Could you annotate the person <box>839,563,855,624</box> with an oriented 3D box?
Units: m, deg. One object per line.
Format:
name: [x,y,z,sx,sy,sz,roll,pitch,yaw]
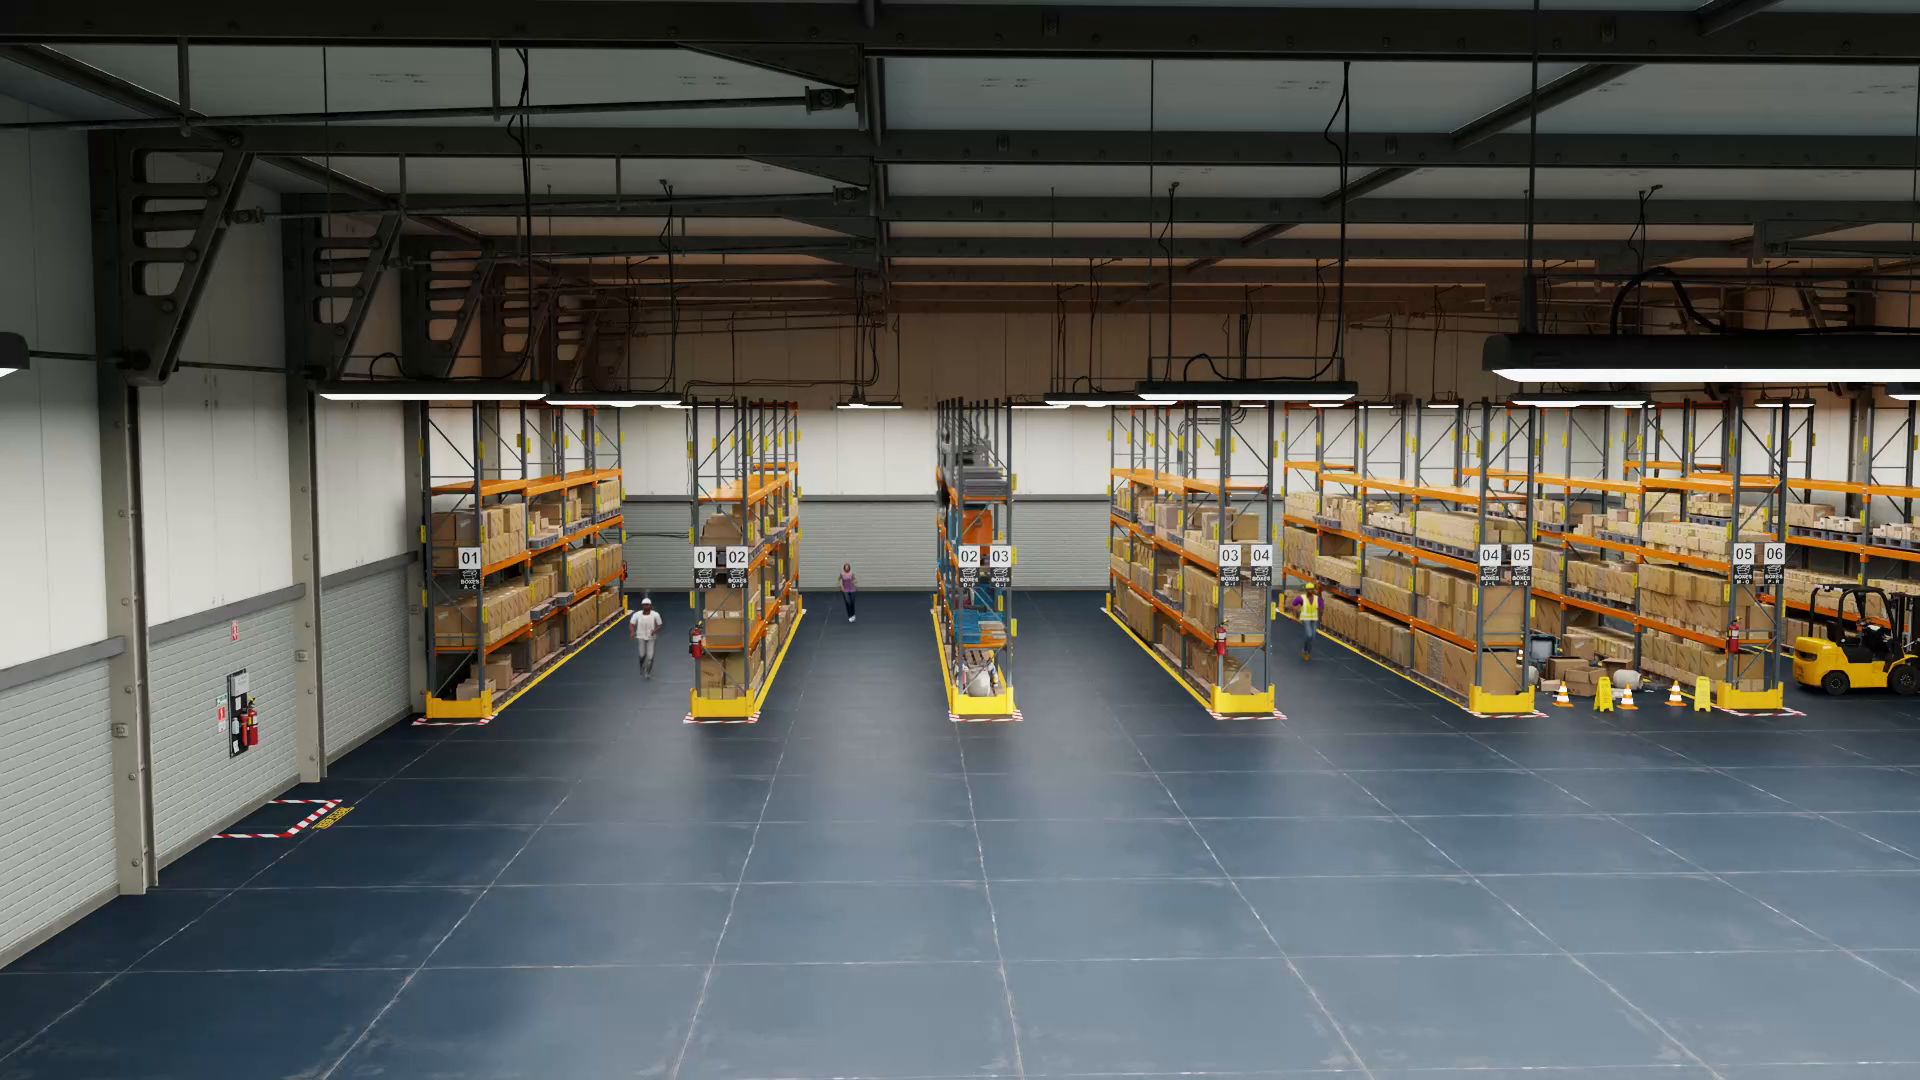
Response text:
person: [-3.056,1.439,45.218,0.487,1.627,0.703,-1,4,-7]

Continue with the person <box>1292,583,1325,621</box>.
person: [8.057,1.429,38.195,0.669,0.894,0.695,-1,5,-13]

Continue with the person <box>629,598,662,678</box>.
person: [-6.711,2.106,35.541,0.696,1.722,0.623,-1,4,-11]
